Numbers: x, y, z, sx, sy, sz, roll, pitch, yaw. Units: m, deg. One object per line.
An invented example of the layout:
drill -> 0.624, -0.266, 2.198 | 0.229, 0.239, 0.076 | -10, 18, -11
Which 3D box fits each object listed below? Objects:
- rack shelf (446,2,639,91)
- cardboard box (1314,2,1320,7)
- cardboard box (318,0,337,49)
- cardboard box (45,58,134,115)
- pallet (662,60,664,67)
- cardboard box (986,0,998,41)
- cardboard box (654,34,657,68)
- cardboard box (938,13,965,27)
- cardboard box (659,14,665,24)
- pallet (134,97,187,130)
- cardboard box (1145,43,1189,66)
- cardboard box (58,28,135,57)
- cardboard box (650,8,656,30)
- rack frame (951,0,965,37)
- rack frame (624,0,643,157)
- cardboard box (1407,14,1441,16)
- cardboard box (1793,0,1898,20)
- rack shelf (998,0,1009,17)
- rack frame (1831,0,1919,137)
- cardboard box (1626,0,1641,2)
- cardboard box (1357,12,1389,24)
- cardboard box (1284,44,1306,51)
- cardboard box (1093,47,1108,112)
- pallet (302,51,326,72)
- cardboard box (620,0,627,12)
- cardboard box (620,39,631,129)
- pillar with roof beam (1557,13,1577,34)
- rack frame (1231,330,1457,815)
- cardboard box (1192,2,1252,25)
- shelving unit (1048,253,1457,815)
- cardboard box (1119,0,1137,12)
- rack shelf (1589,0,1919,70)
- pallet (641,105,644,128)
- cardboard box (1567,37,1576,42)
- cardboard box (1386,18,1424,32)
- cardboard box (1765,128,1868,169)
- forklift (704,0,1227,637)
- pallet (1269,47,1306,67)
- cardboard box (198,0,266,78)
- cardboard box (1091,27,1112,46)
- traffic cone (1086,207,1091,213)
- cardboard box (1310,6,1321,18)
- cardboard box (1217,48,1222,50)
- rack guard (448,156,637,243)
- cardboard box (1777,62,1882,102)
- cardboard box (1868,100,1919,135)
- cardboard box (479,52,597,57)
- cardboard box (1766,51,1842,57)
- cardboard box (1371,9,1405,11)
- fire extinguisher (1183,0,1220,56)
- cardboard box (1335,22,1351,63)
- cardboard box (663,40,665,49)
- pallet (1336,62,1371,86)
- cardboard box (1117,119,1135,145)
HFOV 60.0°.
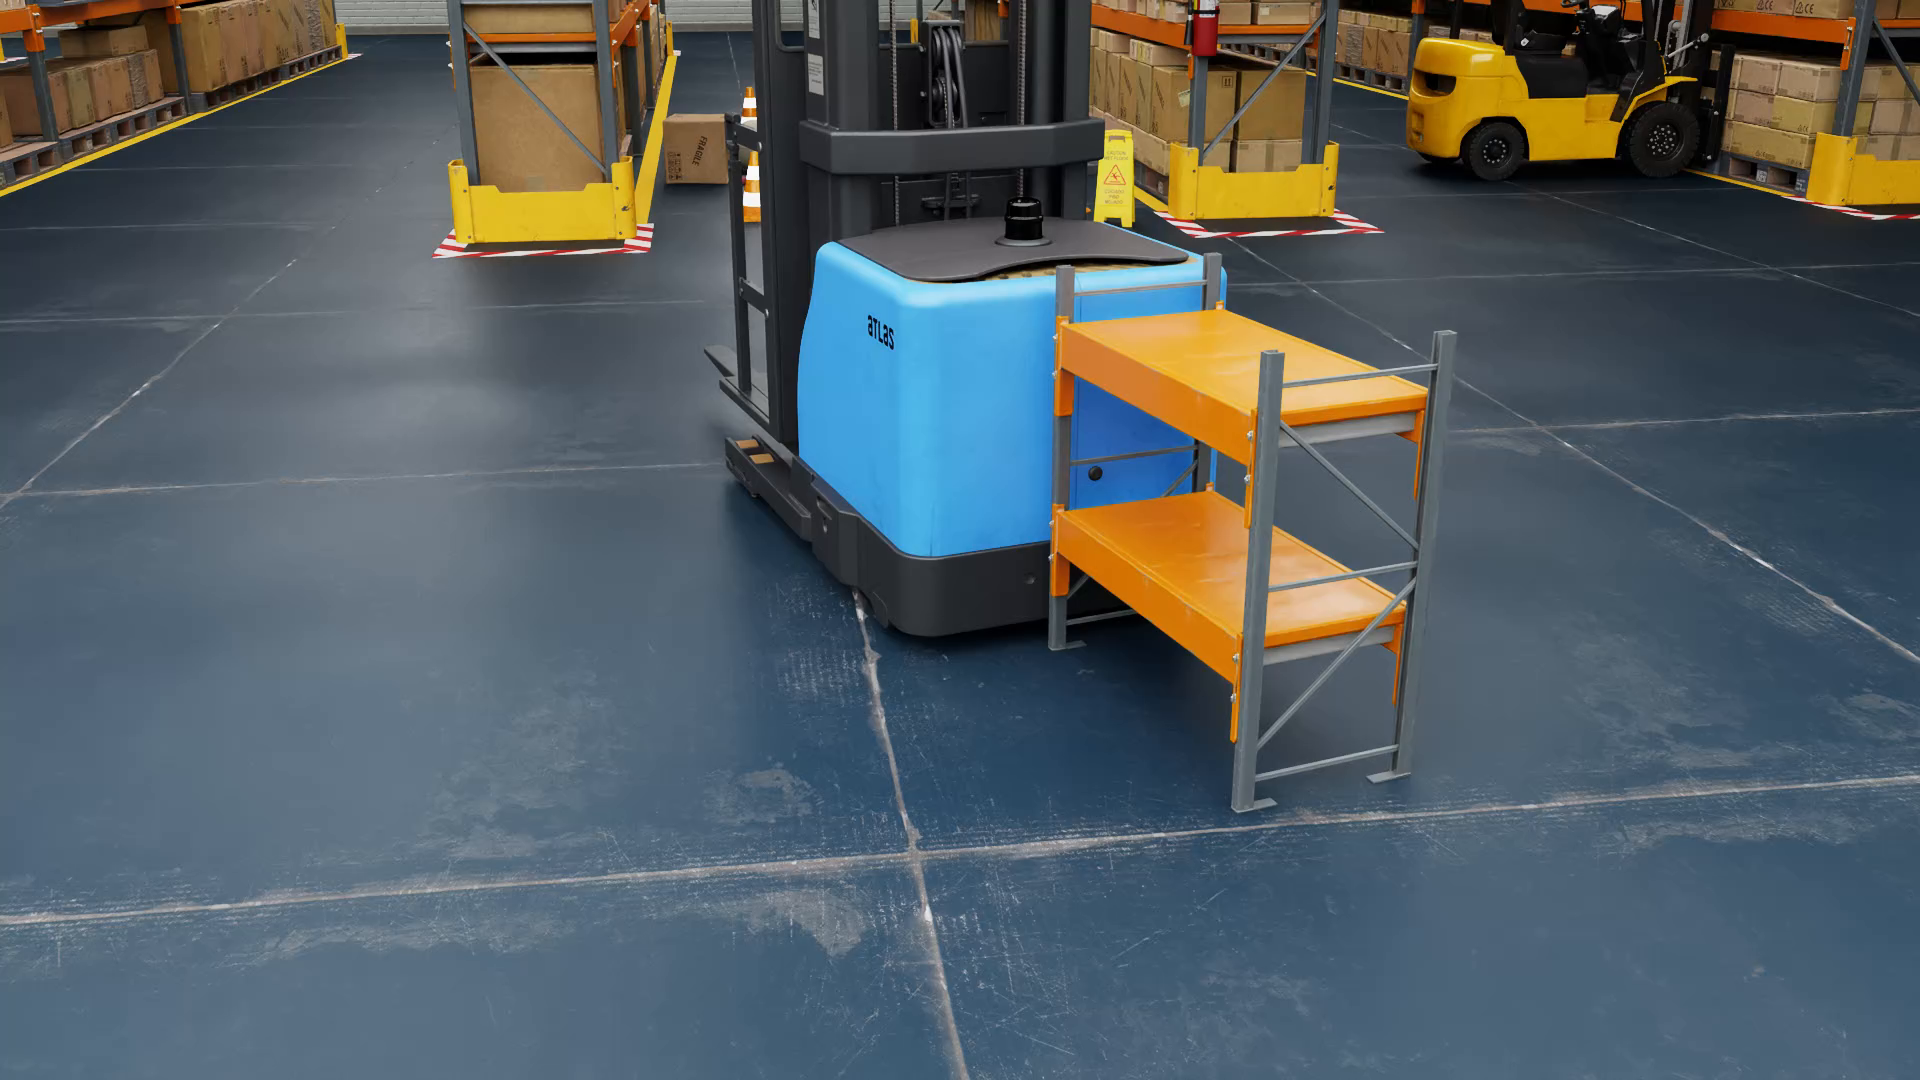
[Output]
rack shelf -> -3.060, -3.808, 12.652 | 1.077, 0.370, 4.000 | -3, 21, -8
cardboard box -> 5.142, -7.478, 23.070 | 0.380, 0.149, 0.250 | -3, 21, -9
cardboard box -> -9.829, -7.760, 24.644 | 0.875, 0.875, 0.875 | -3, 21, -8
cardboard box -> -8.550, -4.424, 16.217 | 0.700, 0.500, 0.500 | -1, 21, -3
pallet -> -4.812, -6.955, 24.035 | 1.003, 0.211, 1.213 | -3, 21, -8
cardboard box -> 0.817, -6.260, 20.627 | 0.875, 0.875, 0.875 | -3, 21, -7
cardboard box -> -3.929, -5.857, 20.083 | 0.500, 0.500, 0.500 | -3, 21, -9
cardboard box -> 0.140, -7.733, 25.195 | 0.875, 0.438, 0.875 | -2, 21, -6
cardboard box -> -4.608, -7.788, 24.905 | 0.380, 0.149, 0.250 | -3, 21, -9
pallet -> -8.736, -4.430, 17.275 | 1.003, 0.211, 1.213 | -3, 21, -8
cardboard box -> 1.619, -3.688, 12.635 | 0.380, 0.149, 0.250 | -2, 21, -6
cardboard box -> -8.635, -4.980, 16.634 | 0.500, 0.250, 0.500 | -1, 20, -2
cardboard box -> -3.993, -6.378, 20.406 | 0.500, 0.250, 0.500 | -4, 21, -10
rack frame -> 0.382, -7.892, 22.558 | 1.000, 3.000, 0.127 | -3, 21, -8
rack frame -> -3.348, -4.837, 14.380 | 1.000, 3.000, 0.127 | -3, 21, -8
cardboard box -> 5.944, -6.646, 21.269 | 0.380, 0.149, 0.250 | -3, 21, -9
cardboard box -> 6.693, -4.192, 12.511 | 0.500, 0.500, 0.500 | -3, 21, -9
rack shelf -> 1.247, -5.477, 17.122 | 1.077, 0.370, 4.000 | -3, 21, -8
rack frame -> 7.024, -3.988, 12.108 | 1.000, 3.000, 0.127 | -3, 21, -8
cardboard box -> 6.344, -5.074, 14.871 | 0.500, 0.500, 0.500 | -3, 21, -7
cardboard box -> 5.400, -6.794, 21.665 | 0.380, 0.149, 0.250 | -3, 21, -8
cardboard box -> 4.923, -7.182, 24.134 | 0.380, 0.149, 0.250 | -4, 21, -9
cardboard box -> 1.442, -3.979, 14.340 | 0.500, 0.500, 0.500 | -2, 21, -6
pallet -> -9.635, -6.776, 23.557 | 1.003, 0.211, 1.213 | -3, 21, -8
cardboard box -> -3.181, -4.591, 13.506 | 0.875, 0.550, 0.550 | -3, 21, -8
cardboard box -> -3.527, -4.190, 15.263 | 1.050, 0.750, 0.750 | -3, 21, -8
pillar with roof beam -> 2.690, -8.946, 16.806 | 9.100, 9.000, 0.400 | -3, 21, -8
rack frame -> 0.886, 0.089, 3.870 | 0.500, 1.125, 0.032 | -8, 22, -21
cardboard box -> 1.847, -3.738, 11.796 | 0.380, 0.149, 0.250 | -2, 21, -6
shelving unit -> 0.690, -0.075, 4.310 | 0.538, 1.125, 1.048 | -8, 22, -21
cardboard box -> 1.503, -4.350, 13.434 | 0.380, 0.149, 0.250 | -3, 21, -8
rack shelf -> 6.735, -4.344, 14.088 | 1.077, 0.370, 4.000 | -3, 21, -8
pallet -> -3.713, -4.217, 16.706 | 1.003, 0.211, 1.213 | -3, 21, -8
cardboard box -> 6.256, -4.907, 17.360 | 0.875, 0.625, 0.625 | -3, 21, -8
cardboard box -> 5.479, -6.339, 20.447 | 0.380, 0.149, 0.250 | -4, 21, -11
cardboard box -> 6.643, -3.044, 12.908 | 0.500, 0.250, 0.500 | -3, 21, -7
forklift -> -0.240, -1.576, 5.746 | 1.130, 2.935, 3.031 | -8, 22, -21
pallet -> 5.196, -7.075, 24.356 | 1.003, 0.211, 1.213 | -3, 21, -8
cardboard box -> -9.182, -6.063, 20.099 | 1.225, 0.875, 0.875 | -4, 21, -10
cardboard box -> 1.312, -4.421, 14.597 | 0.380, 0.149, 0.250 | -3, 21, -7
traffic cone -> 0.774, -2.632, 12.102 | 0.336, 0.463, 0.334 | -3, 21, -8
cardboard box -> 5.082, -7.335, 23.114 | 0.380, 0.149, 0.250 | -2, 21, -5
cardboard box -> 1.962, -4.014, 14.435 | 0.500, 0.500, 0.500 | -3, 21, -7
rack guard -> -2.768, -2.273, 11.087 | 1.175, 0.500, 0.348 | -3, 21, -8
cardboard box -> 6.649, -3.509, 12.725 | 0.500, 0.250, 0.500 | -2, 21, -6
cardboard box -> 7.161, -3.304, 12.892 | 0.500, 0.250, 0.500 | -3, 21, -7
cardboard box -> -3.064, -3.189, 12.405 | 0.875, 0.875, 0.875 | -3, 21, -9
cardboard box -> 7.005, -3.888, 13.739 | 0.500, 0.250, 0.500 | -3, 21, -8
cardboard box -> 5.782, -7.098, 22.479 | 0.380, 0.149, 0.250 | -4, 21, -10
fire extinguisher -> 1.673, -3.638, 11.279 | 0.296, 0.674, 0.183 | -3, 21, -8
cardboard box -> 5.295, -6.633, 22.161 | 0.500, 0.500, 0.500 | -4, 21, -9
cardboard box -> -4.558, -7.332, 24.533 | 0.380, 0.149, 0.250 | -4, 21, -10
pallet -> 5.628, -6.134, 21.837 | 1.003, 0.211, 1.213 | -3, 21, -8
cardboard box -> 1.582, -3.272, 13.520 | 0.500, 0.250, 0.500 | -4, 21, -10
